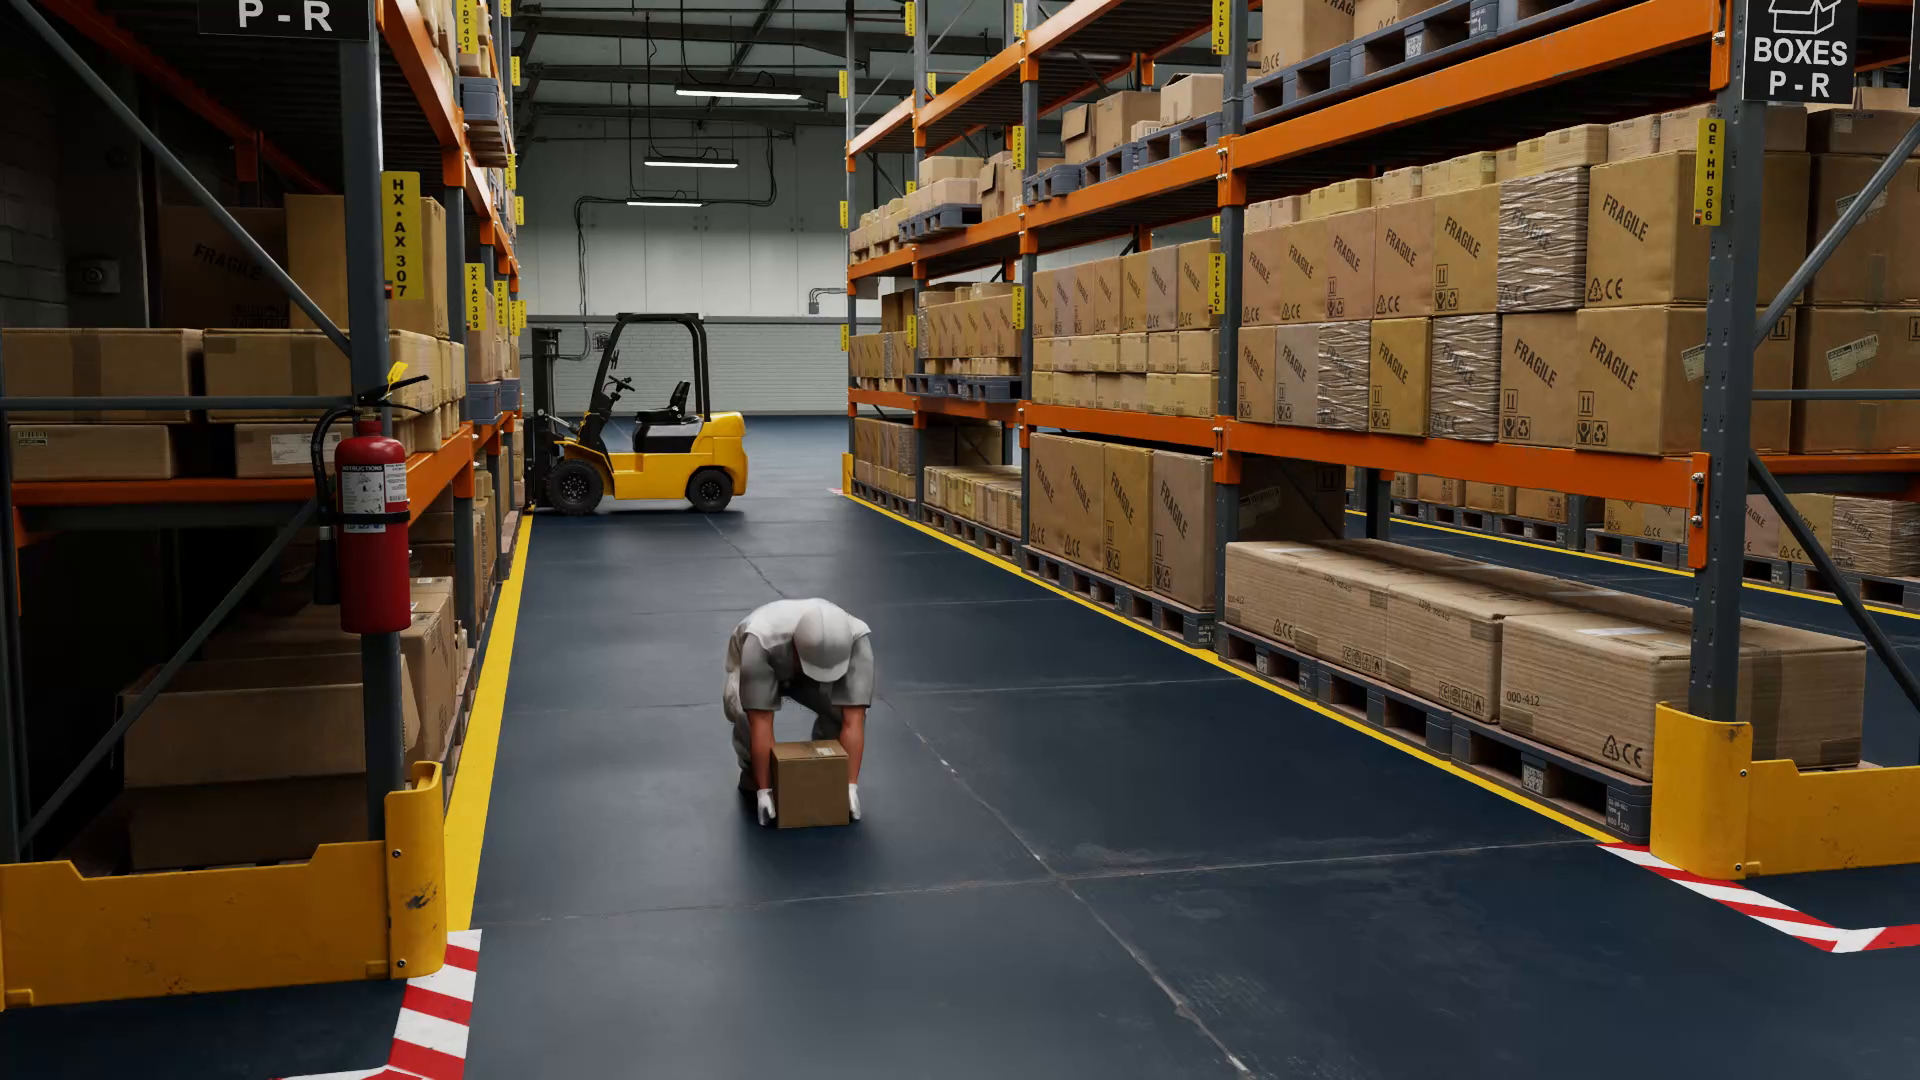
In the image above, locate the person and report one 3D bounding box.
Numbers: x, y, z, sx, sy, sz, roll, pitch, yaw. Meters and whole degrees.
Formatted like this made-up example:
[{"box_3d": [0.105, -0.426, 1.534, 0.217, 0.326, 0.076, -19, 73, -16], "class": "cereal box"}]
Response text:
[{"box_3d": [-0.606, 0.608, 6.172, 0.534, 0.843, 0.937, -2, 6, -15], "class": "person"}]
